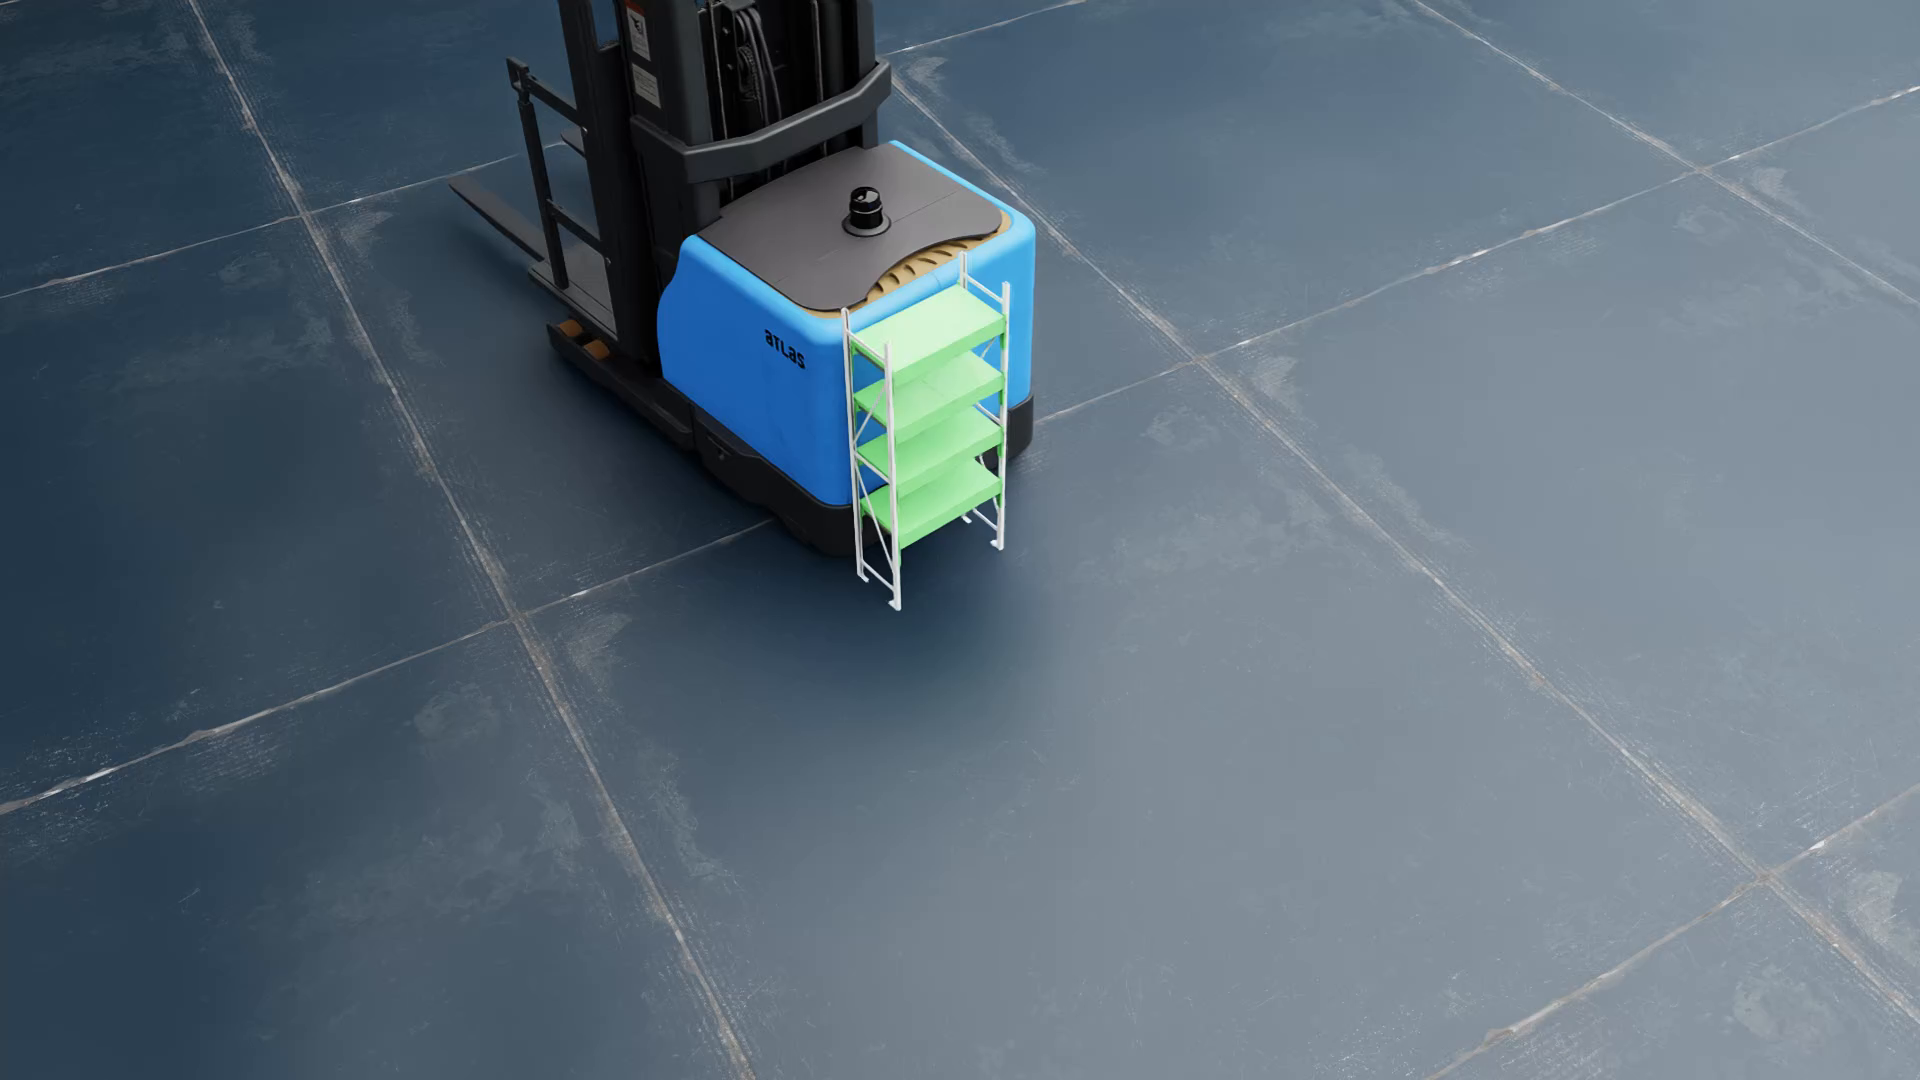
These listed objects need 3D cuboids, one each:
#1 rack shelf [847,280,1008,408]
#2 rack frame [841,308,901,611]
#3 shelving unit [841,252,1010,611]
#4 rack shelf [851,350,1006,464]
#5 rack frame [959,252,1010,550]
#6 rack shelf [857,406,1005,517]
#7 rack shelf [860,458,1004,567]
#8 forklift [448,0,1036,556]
[{"bbox_3d":[-0.108,-0.649,5.459,0.480,0.148,0.258,-30,52,-27],"label":"rack shelf"},{"bbox_3d":[-0.296,-0.241,5.637,0.015,1.200,0.240,-30,52,-27],"label":"rack frame"},{"bbox_3d":[-0.108,-0.350,5.749,0.503,1.200,0.258,-30,52,-27],"label":"shelving unit"},{"bbox_3d":[-0.108,-0.476,5.626,0.480,0.148,0.258,-30,52,-27],"label":"rack shelf"},{"bbox_3d":[0.079,-0.459,5.861,0.015,1.200,0.240,-30,52,-27],"label":"rack frame"},{"bbox_3d":[-0.108,-0.304,5.794,0.480,0.148,0.258,-30,52,-27],"label":"rack shelf"},{"bbox_3d":[-0.108,-0.132,5.961,0.480,0.148,0.258,-30,52,-27],"label":"rack shelf"},{"bbox_3d":[-1.083,-1.932,6.136,1.130,2.935,3.031,-33,53,-29],"label":"forklift"}]
